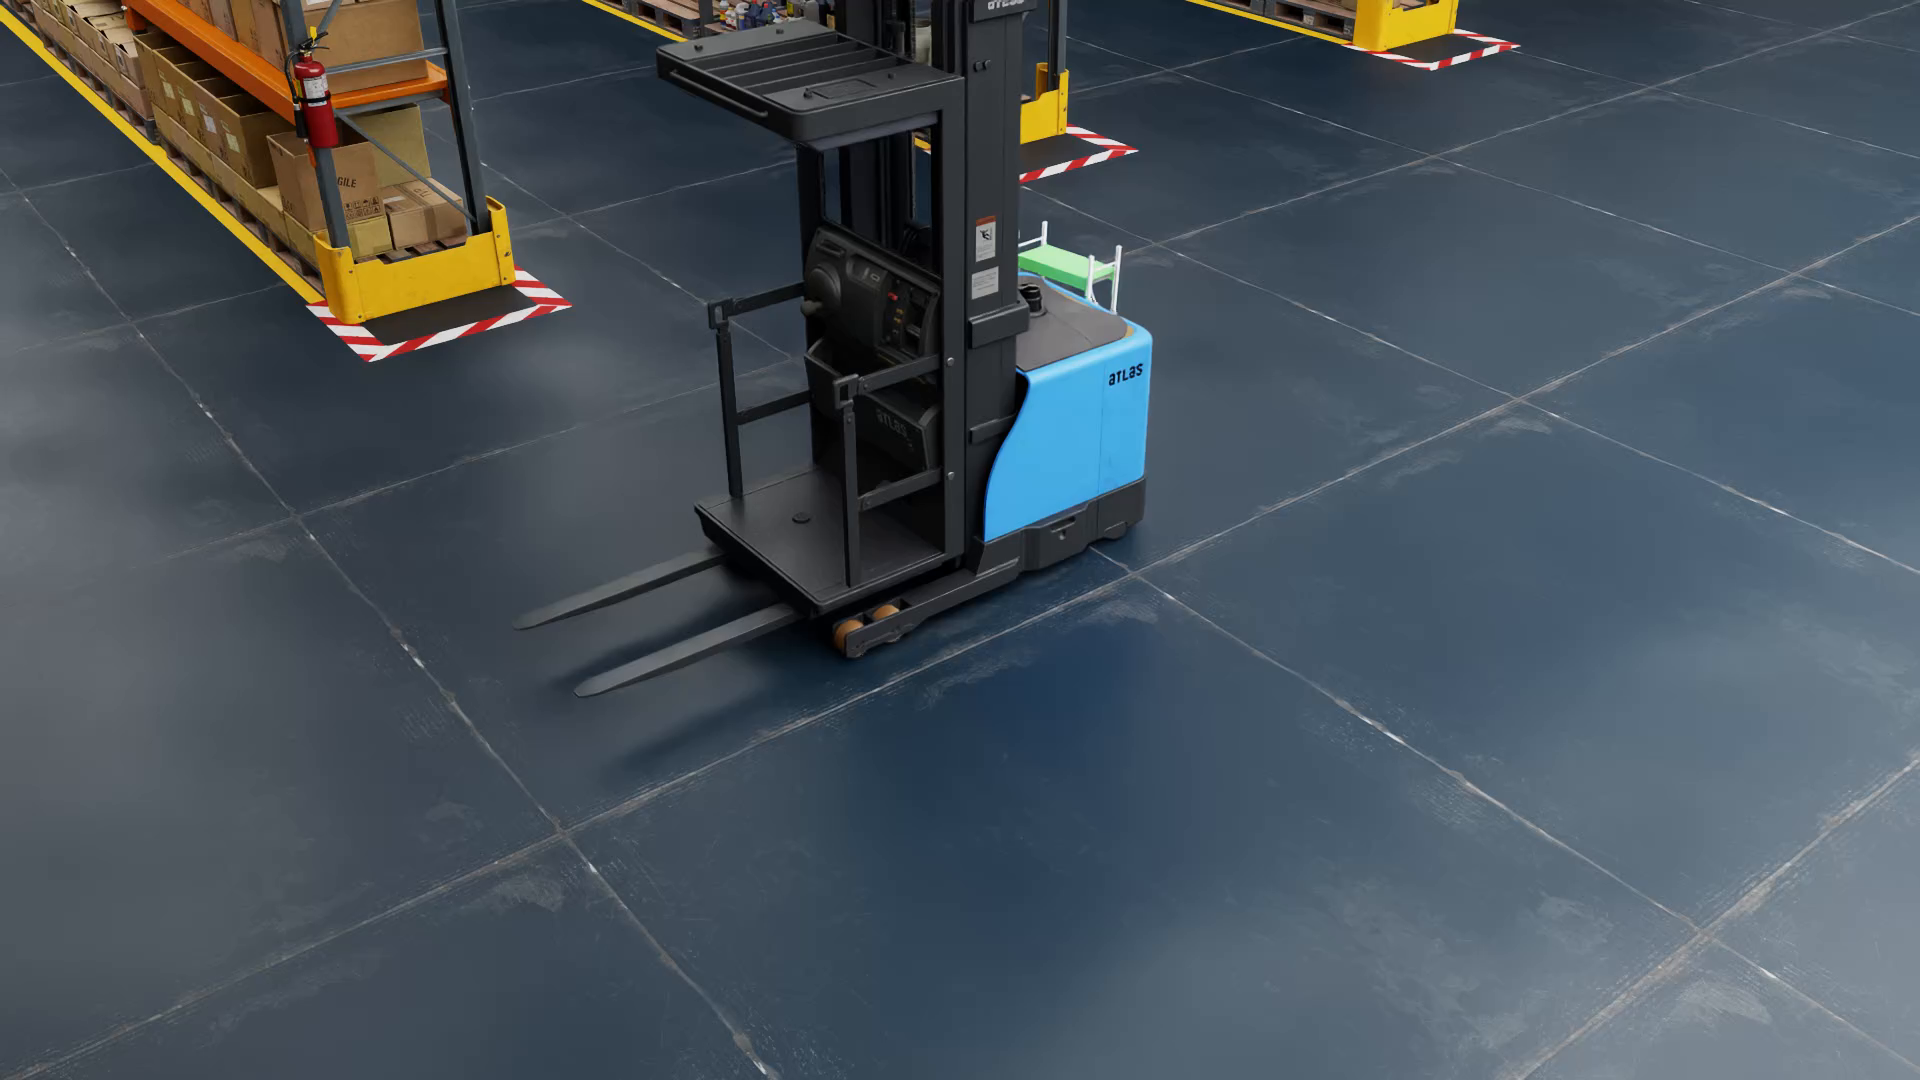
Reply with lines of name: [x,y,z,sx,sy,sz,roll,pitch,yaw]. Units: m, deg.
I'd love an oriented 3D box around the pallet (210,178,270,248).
pallet: [-4.745,-2.511,12.092,1.003,0.211,1.213,-22,38,-31]

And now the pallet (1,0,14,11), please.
pallet: [-9.577,-5.863,17.490,1.003,0.211,1.213,-22,38,-31]

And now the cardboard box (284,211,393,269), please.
cardboard box: [-4.062,-2.020,10.868,0.500,0.250,0.500,-22,38,-31]

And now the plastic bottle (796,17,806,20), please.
plastic bottle: [-1.392,-4.512,14.836,0.152,0.276,0.135,-22,38,-31]

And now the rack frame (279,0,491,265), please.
rack frame: [-3.499,-2.882,10.047,1.000,3.000,0.127,-22,38,-31]

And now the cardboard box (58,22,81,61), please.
cardboard box: [-7.684,-4.489,14.843,0.500,0.250,0.500,-23,39,-33]

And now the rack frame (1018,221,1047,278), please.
rack frame: [0.343,-1.093,8.859,0.015,1.200,0.240,26,37,35]

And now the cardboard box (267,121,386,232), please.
cardboard box: [-4.063,-2.338,10.669,0.500,0.500,0.500,-22,38,-31]

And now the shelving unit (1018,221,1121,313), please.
shelving unit: [0.522,-1.005,8.718,0.503,1.200,0.258,26,37,35]

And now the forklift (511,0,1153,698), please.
forklift: [-0.556,-1.038,7.143,3.031,2.935,1.130,-22,38,-31]

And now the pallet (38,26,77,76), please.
pallet: [-7.931,-4.676,15.578,1.003,0.211,1.213,-22,38,-31]

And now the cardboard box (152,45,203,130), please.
cardboard box: [-5.602,-3.377,12.342,0.500,0.500,0.500,-22,38,-31]

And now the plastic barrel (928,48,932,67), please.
plastic barrel: [-0.048,-3.854,13.572,0.421,0.512,0.421,0,32,0]

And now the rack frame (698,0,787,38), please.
rack frame: [-2.037,-6.150,15.309,1.000,3.000,0.127,-22,38,-31]

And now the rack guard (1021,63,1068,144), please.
rack guard: [0.332,-3.438,13.311,1.175,0.500,0.348,-22,38,-31]

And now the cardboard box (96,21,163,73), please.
cardboard box: [-6.751,-4.088,13.666,0.500,0.311,0.500,-21,38,-30]

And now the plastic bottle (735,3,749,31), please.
plastic bottle: [-1.968,-4.779,15.267,0.152,0.276,0.135,-21,37,-30]

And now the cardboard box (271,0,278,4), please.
cardboard box: [-4.046,-3.406,10.182,0.380,0.149,0.250,-21,38,-30]

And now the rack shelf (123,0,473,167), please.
rack shelf: [-4.726,-3.410,11.579,1.077,0.370,4.000,-22,38,-31]

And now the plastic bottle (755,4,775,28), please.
plastic bottle: [-1.754,-4.662,15.007,0.144,0.351,0.185,-24,39,-33]

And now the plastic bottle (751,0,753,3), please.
plastic bottle: [-1.885,-4.817,15.321,0.061,0.283,0.133,-22,38,-31]

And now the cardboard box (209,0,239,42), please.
cardboard box: [-4.727,-3.767,11.378,0.700,0.500,0.500,-21,38,-30]

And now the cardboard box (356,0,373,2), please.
cardboard box: [-3.570,-3.433,10.225,0.380,0.149,0.250,-23,38,-32]

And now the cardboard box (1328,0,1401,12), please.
cardboard box: [3.958,-5.468,16.181,0.500,0.500,0.500,-15,35,-23]

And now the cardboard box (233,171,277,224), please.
cardboard box: [-4.686,-2.432,11.532,0.500,0.250,0.500,-22,38,-31]

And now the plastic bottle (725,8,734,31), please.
plastic bottle: [-2.126,-4.831,15.421,0.097,0.201,0.097,0,32,0]

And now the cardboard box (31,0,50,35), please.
cardboard box: [-8.316,-4.913,15.526,0.500,0.250,0.500,-22,38,-32]

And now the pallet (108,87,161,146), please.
pallet: [-6.435,-3.659,13.941,1.003,0.211,1.213,-22,38,-31]

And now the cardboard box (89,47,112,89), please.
cardboard box: [-7.058,-4.063,14.157,0.500,0.250,0.500,-21,38,-30]

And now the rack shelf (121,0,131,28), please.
rack shelf: [-7.179,-5.077,14.263,1.077,0.370,4.000,-22,38,-31]

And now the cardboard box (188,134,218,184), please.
cardboard box: [-5.302,-2.848,12.200,0.500,0.250,0.500,-22,38,-31]

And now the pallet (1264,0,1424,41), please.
pallet: [3.811,-5.283,16.555,1.003,0.211,1.213,-22,38,-31]

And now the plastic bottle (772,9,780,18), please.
plastic bottle: [-1.686,-4.686,15.121,0.097,0.271,0.097,0,32,0]

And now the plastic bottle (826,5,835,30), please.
plastic bottle: [-1.164,-4.749,15.211,0.061,0.283,0.133,-22,38,-31]

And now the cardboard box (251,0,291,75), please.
cardboard box: [-4.101,-3.340,10.691,0.700,0.500,0.500,-21,38,-30]

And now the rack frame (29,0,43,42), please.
rack frame: [-8.405,-6.216,15.415,1.000,3.000,0.127,-22,38,-31]

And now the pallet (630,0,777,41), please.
pallet: [-2.550,-5.280,16.551,1.003,0.211,1.213,-22,38,-31]

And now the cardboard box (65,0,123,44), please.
cardboard box: [-7.361,-4.508,14.341,0.500,0.311,0.500,-23,38,-32]

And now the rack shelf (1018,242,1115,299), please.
rack shelf: [0.538,-1.367,8.513,0.480,0.148,0.258,26,37,35]

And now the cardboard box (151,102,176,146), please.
cardboard box: [-5.907,-3.268,12.877,0.500,0.250,0.500,-22,38,-31]

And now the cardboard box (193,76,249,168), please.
cardboard box: [-4.994,-2.959,11.668,0.500,0.500,0.500,-22,38,-31]

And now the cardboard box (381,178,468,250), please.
cardboard box: [-3.653,-2.188,11.137,0.500,0.250,0.500,-22,38,-31]

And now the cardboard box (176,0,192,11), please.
cardboard box: [-5.347,-4.191,12.060,0.700,0.500,0.500,-23,38,-32]

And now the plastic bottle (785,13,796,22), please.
plastic bottle: [-1.494,-4.485,14.722,0.144,0.351,0.185,-23,38,-32]

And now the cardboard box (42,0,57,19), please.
cardboard box: [-7.987,-4.935,15.029,0.500,0.311,0.500,-23,39,-33]

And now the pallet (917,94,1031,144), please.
pallet: [-0.162,-3.655,13.935,1.003,0.211,1.213,-22,38,-31]

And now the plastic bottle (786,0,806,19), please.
plastic bottle: [-1.529,-4.990,15.535,0.144,0.351,0.185,-22,38,-31]

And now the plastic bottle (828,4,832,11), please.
plastic bottle: [-1.164,-4.873,15.411,0.061,0.283,0.133,-20,37,-28]

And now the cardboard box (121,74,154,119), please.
cardboard box: [-6.436,-3.638,13.473,0.500,0.250,0.500,-23,38,-32]
